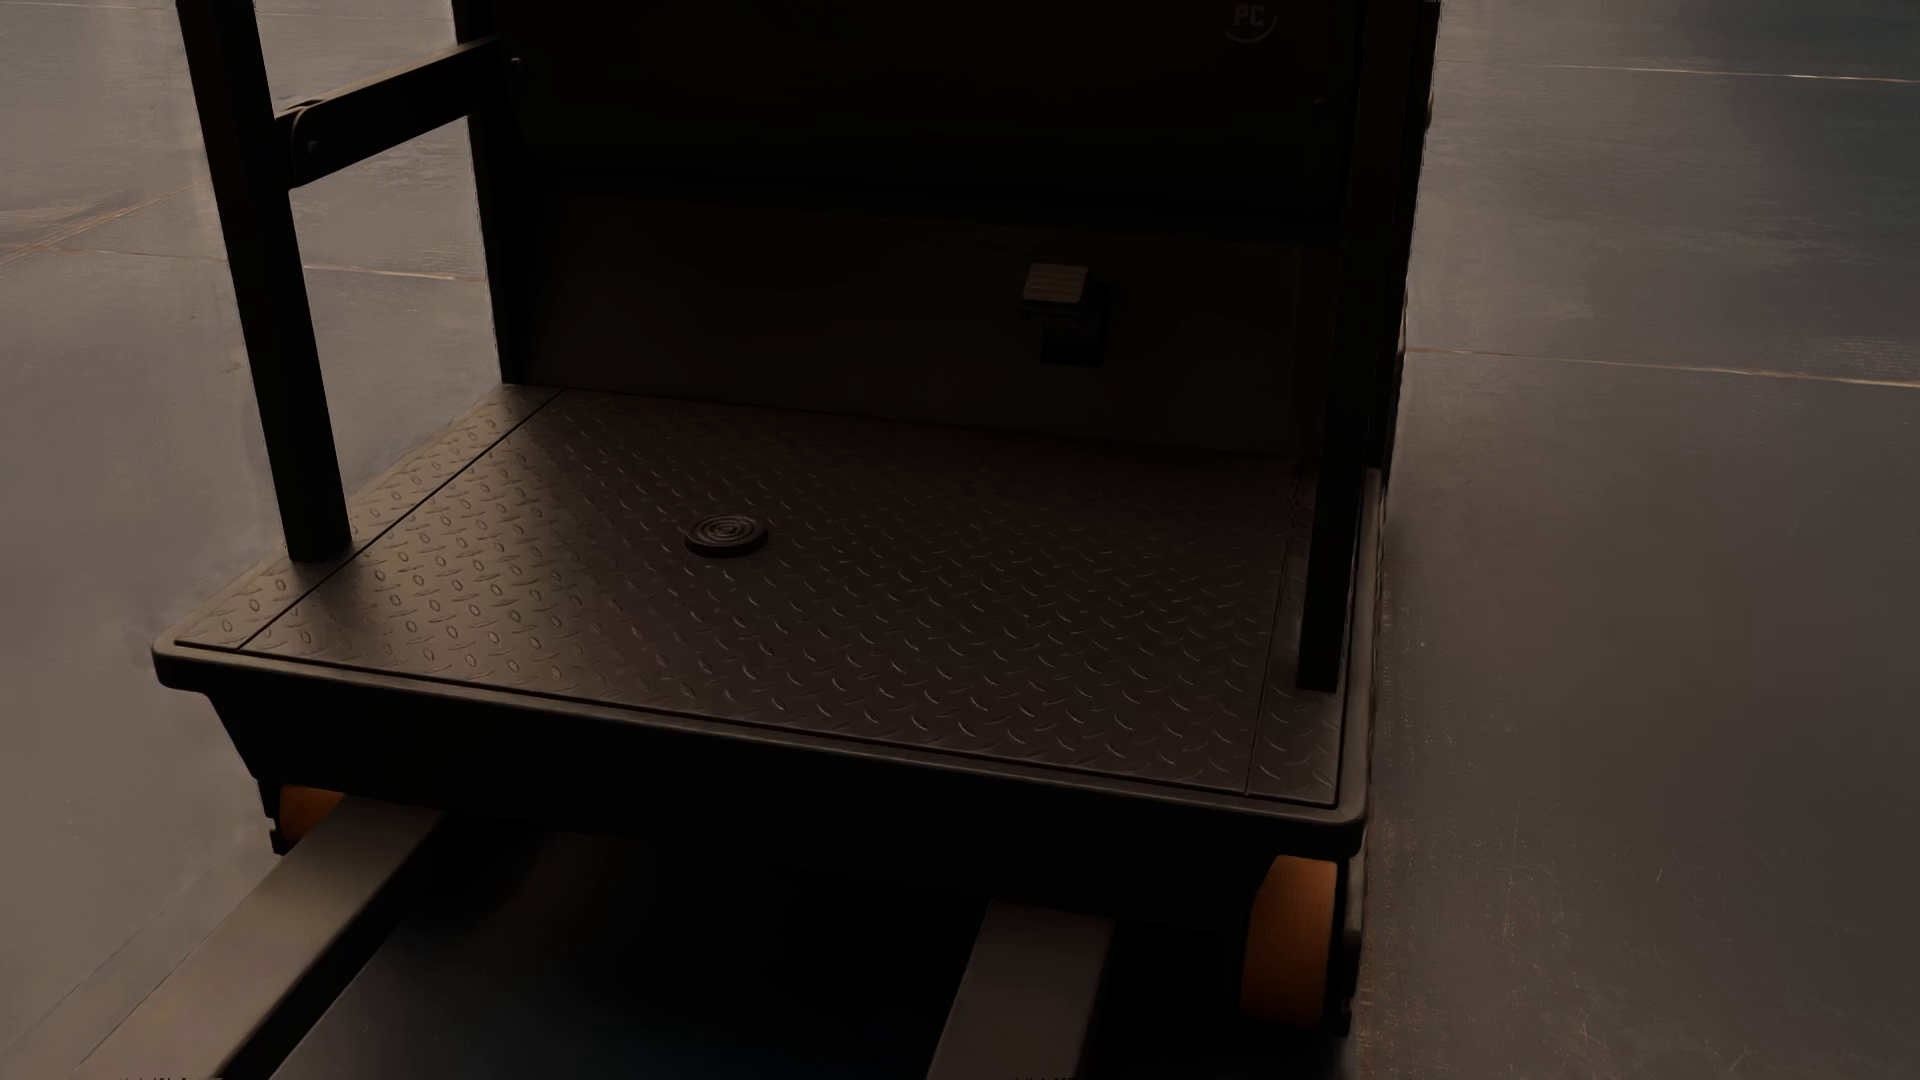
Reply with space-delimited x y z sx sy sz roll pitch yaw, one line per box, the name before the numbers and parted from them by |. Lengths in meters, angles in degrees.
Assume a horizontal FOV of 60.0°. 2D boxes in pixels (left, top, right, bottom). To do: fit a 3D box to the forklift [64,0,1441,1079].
forklift | -0.102 -1.037 1.302 1.130 2.935 3.031 6 27 13
